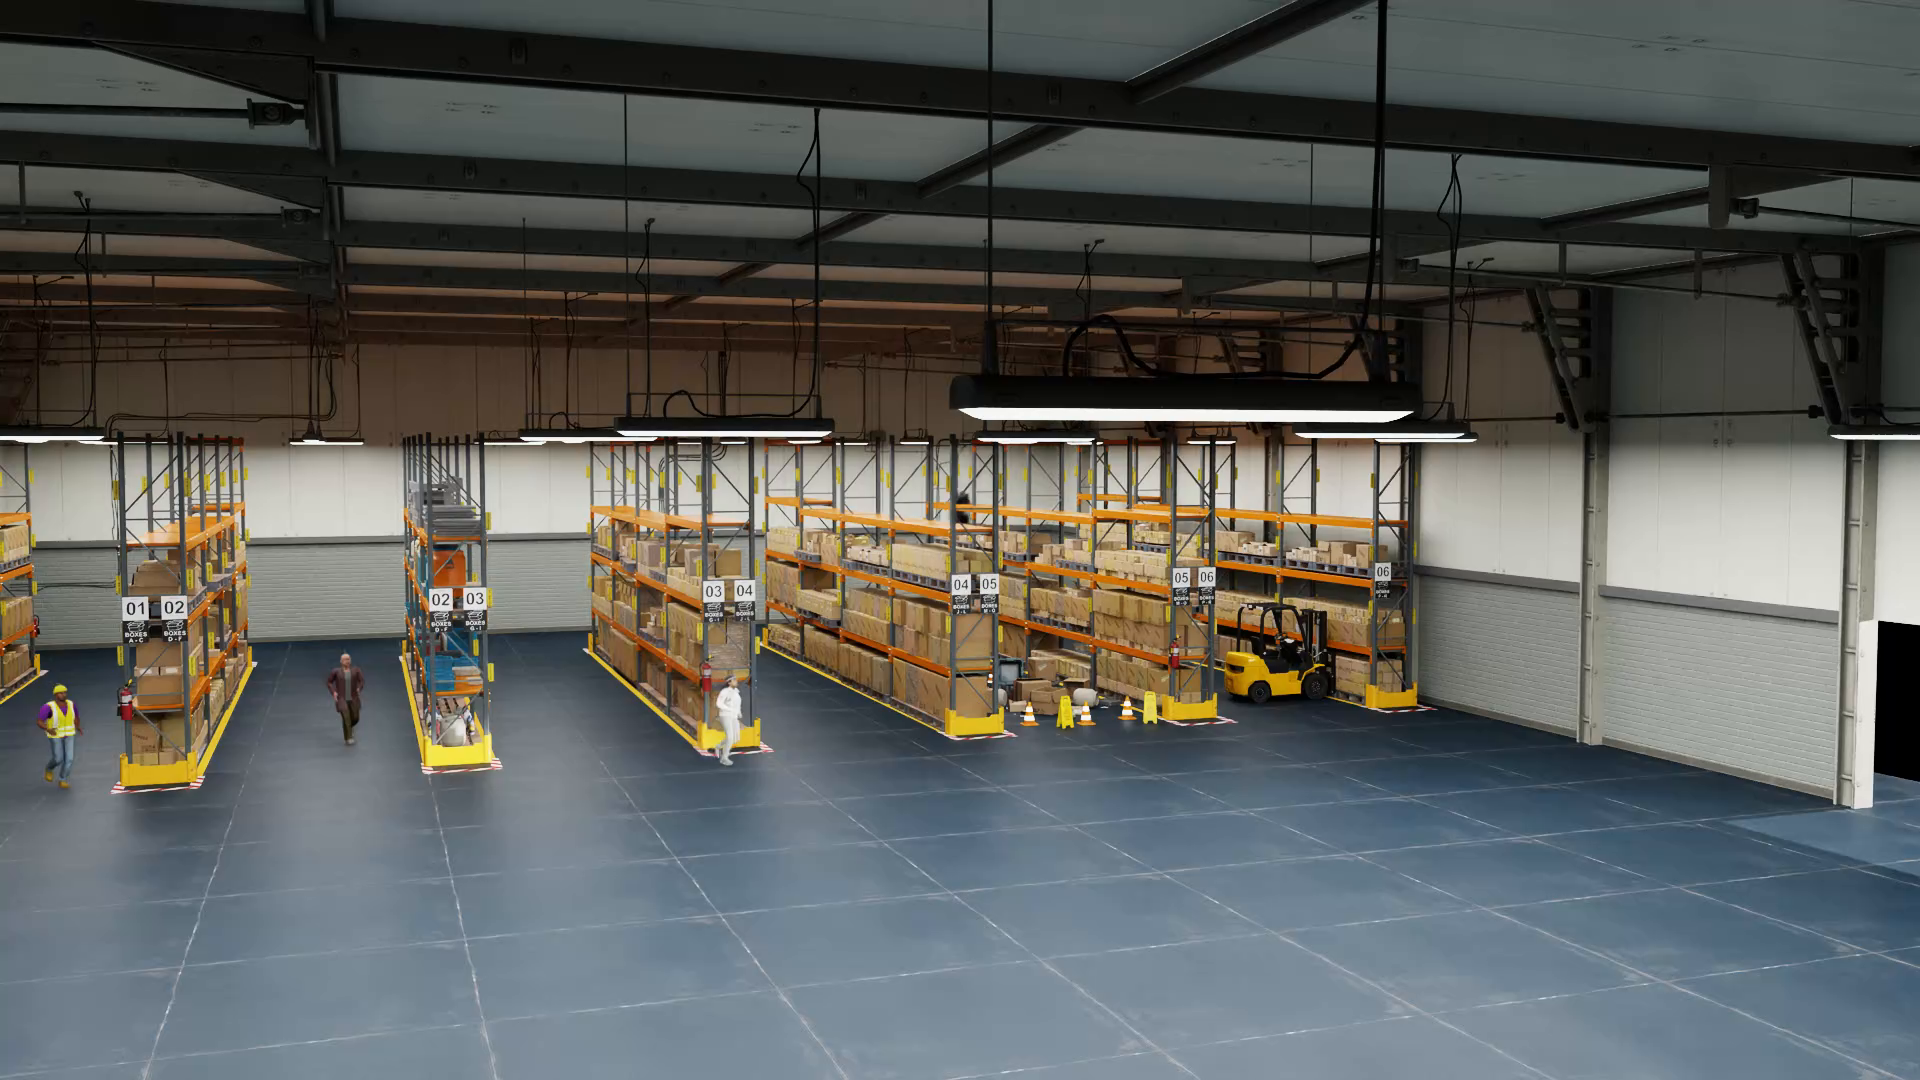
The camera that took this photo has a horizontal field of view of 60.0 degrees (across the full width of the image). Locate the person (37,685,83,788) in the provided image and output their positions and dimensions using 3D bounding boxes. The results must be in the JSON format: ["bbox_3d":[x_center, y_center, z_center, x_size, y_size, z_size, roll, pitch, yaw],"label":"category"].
[{"bbox_3d":[-15.184,3.303,28.069,0.605,1.722,0.694,2,4,38],"label":"person"}]

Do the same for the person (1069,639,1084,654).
[{"bbox_3d":[3.191,2.399,44.913,0.625,1.658,0.591,-1,3,-20],"label":"person"}]

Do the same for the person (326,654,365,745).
[{"bbox_3d":[-11.877,3.067,32.174,0.704,1.735,0.724,-2,4,-32],"label":"person"}]

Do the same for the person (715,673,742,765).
[{"bbox_3d":[-4.172,3.235,30.245,0.557,1.649,0.644,2,4,32],"label":"person"}]
